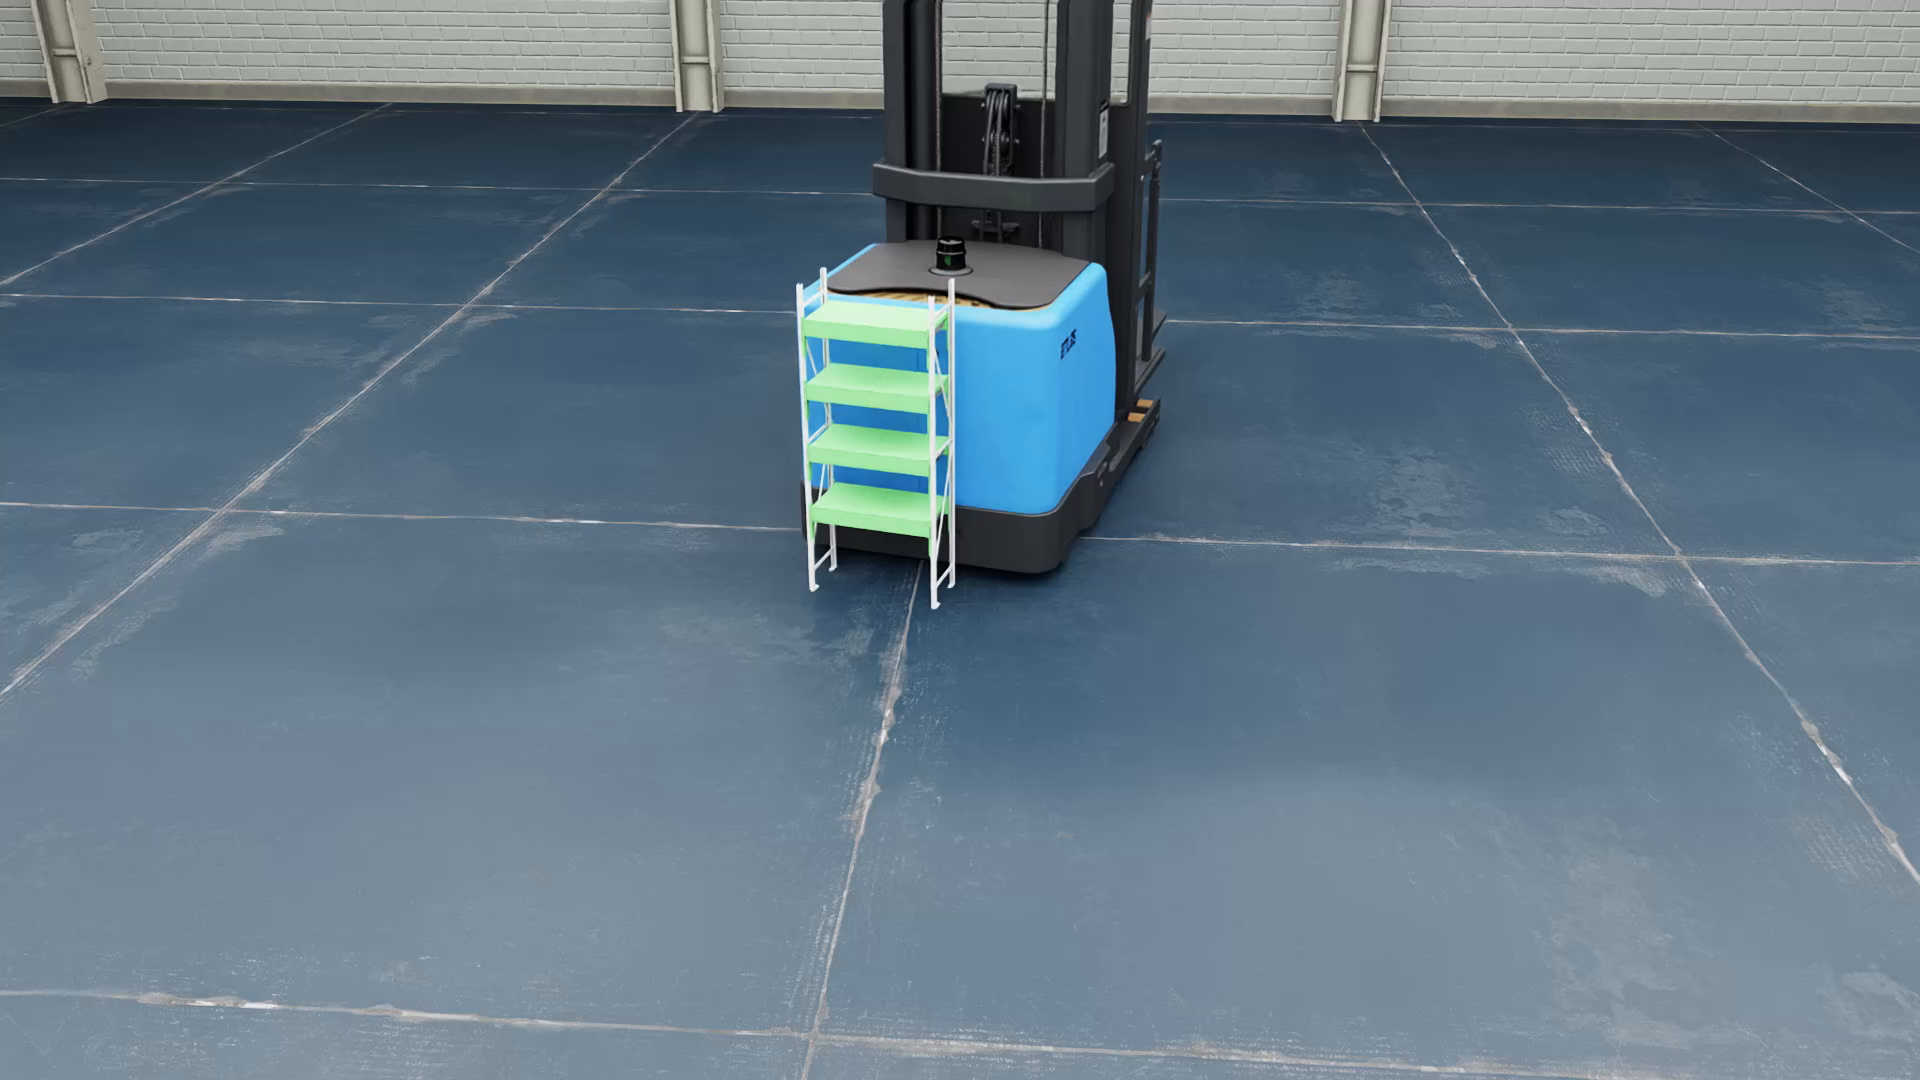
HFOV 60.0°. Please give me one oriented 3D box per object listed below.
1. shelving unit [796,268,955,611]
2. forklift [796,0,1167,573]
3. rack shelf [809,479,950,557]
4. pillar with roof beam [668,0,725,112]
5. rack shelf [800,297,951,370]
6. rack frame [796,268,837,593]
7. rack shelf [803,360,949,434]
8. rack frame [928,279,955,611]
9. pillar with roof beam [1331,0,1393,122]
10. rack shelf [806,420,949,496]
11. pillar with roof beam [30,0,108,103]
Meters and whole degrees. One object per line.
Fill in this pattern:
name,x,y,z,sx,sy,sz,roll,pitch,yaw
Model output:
shelving unit,-0.295,-0.362,6.100,0.503,1.200,0.258,8,26,16
forklift,0.311,-1.797,7.149,1.130,2.935,3.031,8,26,16
rack shelf,-0.295,-0.086,6.228,0.480,0.148,0.258,8,26,16
pillar with roof beam,-2.738,-6.301,9.679,0.400,9.000,9.100,2,25,4
rack shelf,-0.296,-0.739,5.924,0.480,0.148,0.258,8,26,16
rack frame,-0.527,-0.394,6.168,0.015,1.200,0.240,8,26,16
rack shelf,-0.295,-0.522,6.026,0.480,0.148,0.258,8,26,16
rack frame,-0.063,-0.330,6.031,0.015,1.200,0.240,8,26,16
pillar with roof beam,3.244,-6.109,9.261,0.400,9.000,9.100,2,25,4
rack shelf,-0.295,-0.304,6.127,0.480,0.148,0.258,8,26,16
pillar with roof beam,-8.721,-6.493,10.096,0.400,9.000,9.100,2,25,4
